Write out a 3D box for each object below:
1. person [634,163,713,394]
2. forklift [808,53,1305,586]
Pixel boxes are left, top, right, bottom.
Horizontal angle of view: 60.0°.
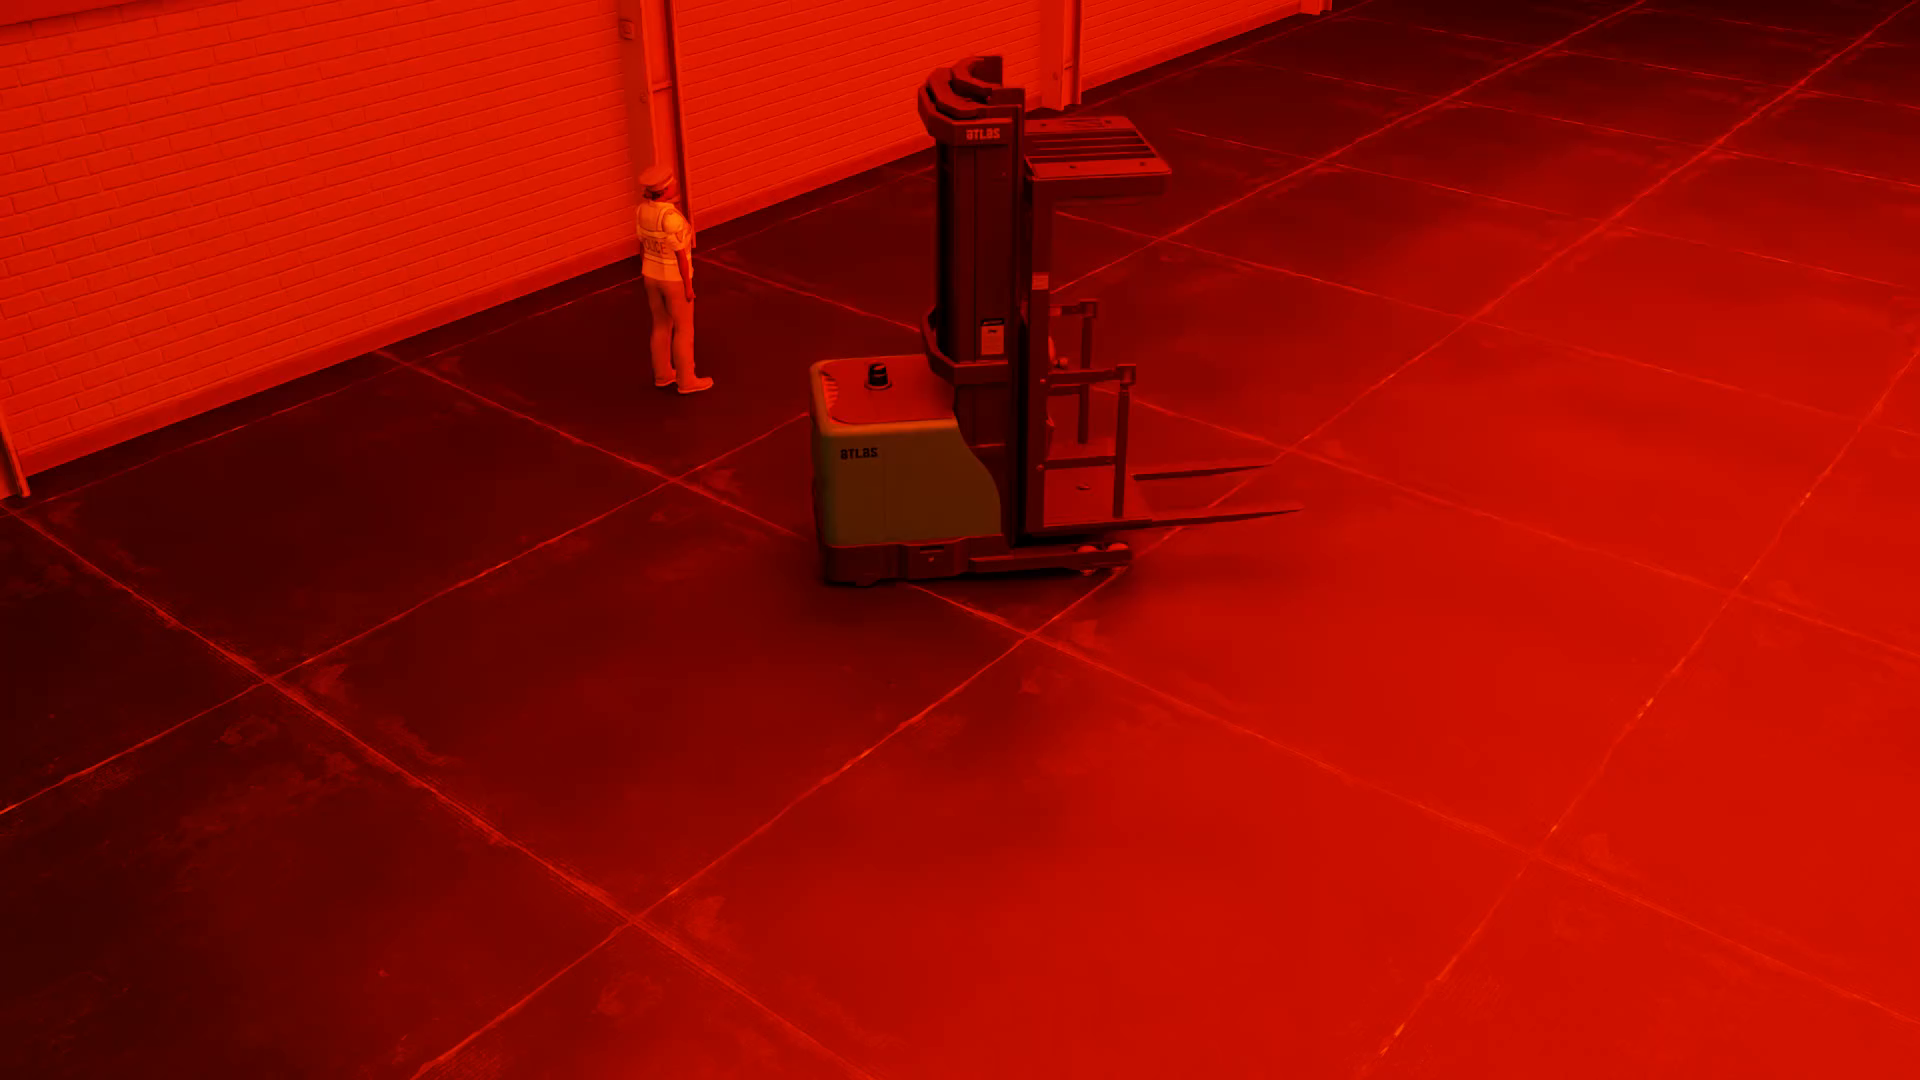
[{"bbox_3d":[-2.103,-1.891,12.066,0.446,1.691,0.337,21,36,32],"label":"person"},{"bbox_3d":[0.613,-1.323,9.859,3.031,2.935,1.130,-4,31,-8],"label":"forklift"}]
